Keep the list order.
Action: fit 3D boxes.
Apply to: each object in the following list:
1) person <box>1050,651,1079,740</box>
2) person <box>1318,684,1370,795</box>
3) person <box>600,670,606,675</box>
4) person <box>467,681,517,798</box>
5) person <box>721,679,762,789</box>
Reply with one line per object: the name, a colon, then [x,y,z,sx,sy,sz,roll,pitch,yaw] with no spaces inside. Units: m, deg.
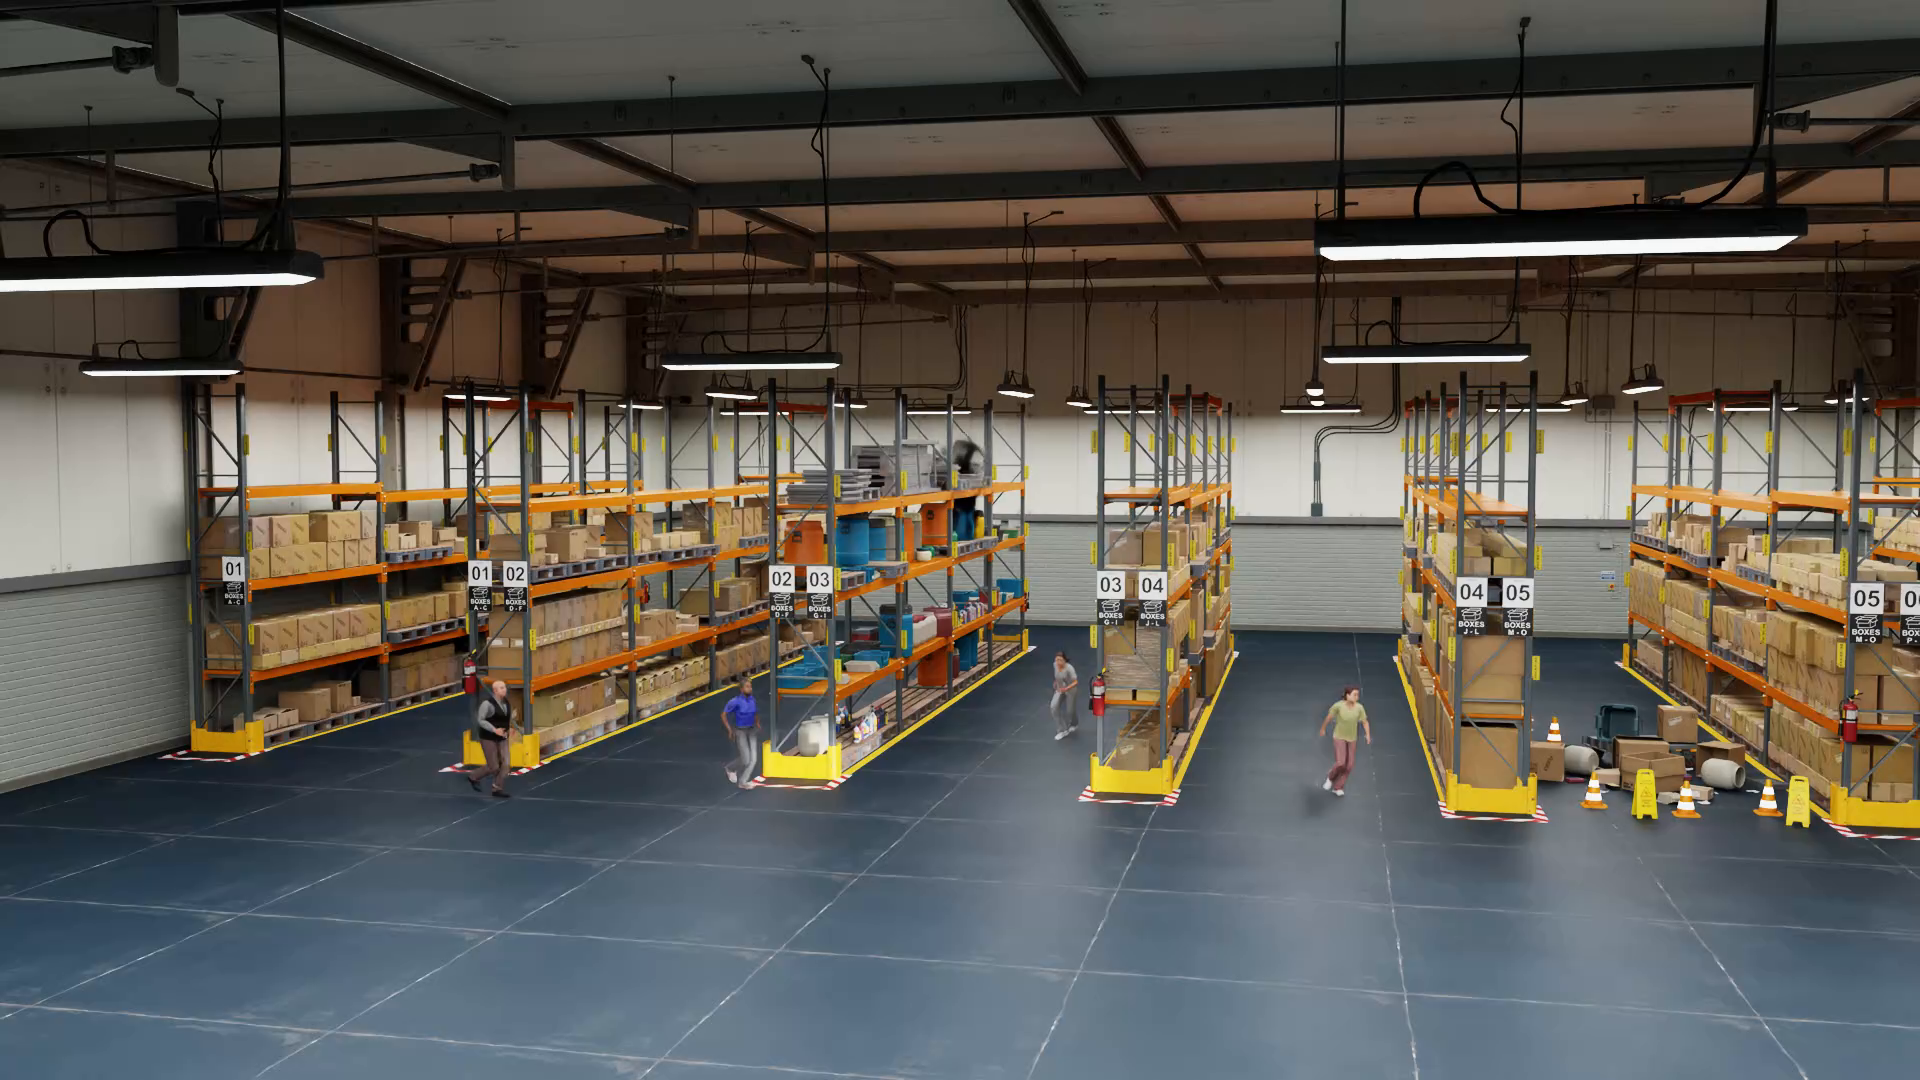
person: [1.848,2.607,28.402,0.587,1.505,1.028,2,4,29]
person: [5.482,2.836,23.579,0.589,1.606,0.723,0,3,-8]
person: [-7.807,2.081,36.412,0.556,1.712,0.854,1,3,10]
person: [-6.663,2.826,23.651,0.757,1.675,0.654,2,4,30]
person: [-3.143,2.822,24.152,0.598,1.601,0.604,3,4,42]
